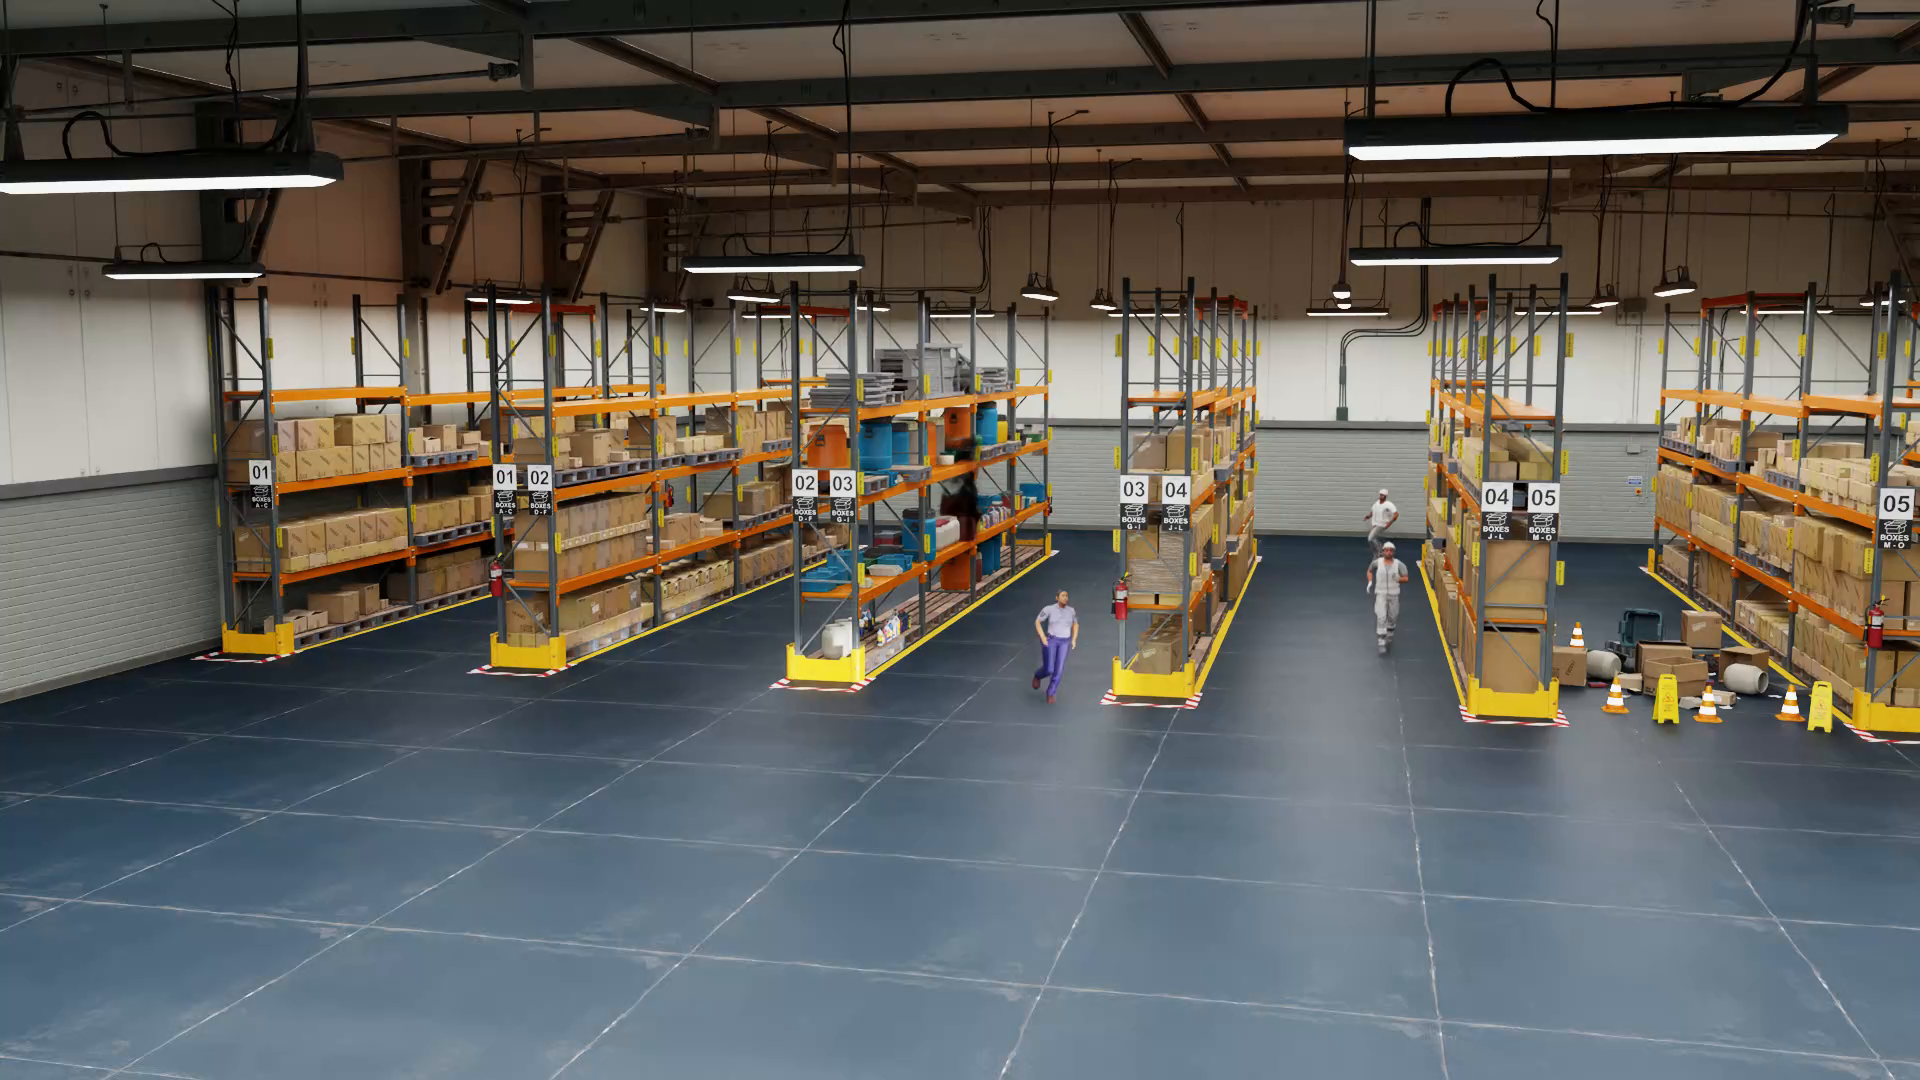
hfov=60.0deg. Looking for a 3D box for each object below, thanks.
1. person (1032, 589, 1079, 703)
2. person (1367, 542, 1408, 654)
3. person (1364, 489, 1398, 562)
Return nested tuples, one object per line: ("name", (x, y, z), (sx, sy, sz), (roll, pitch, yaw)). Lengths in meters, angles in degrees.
("person", (1.408, 1.496, 23.827), (0.653, 1.572, 0.665), (-2, 7, -14))
("person", (7.077, 0.922, 27.539), (0.658, 1.785, 0.983), (1, 7, 11))
("person", (9.834, -0.324, 39.026), (0.609, 1.761, 0.777), (-2, 7, -21))
